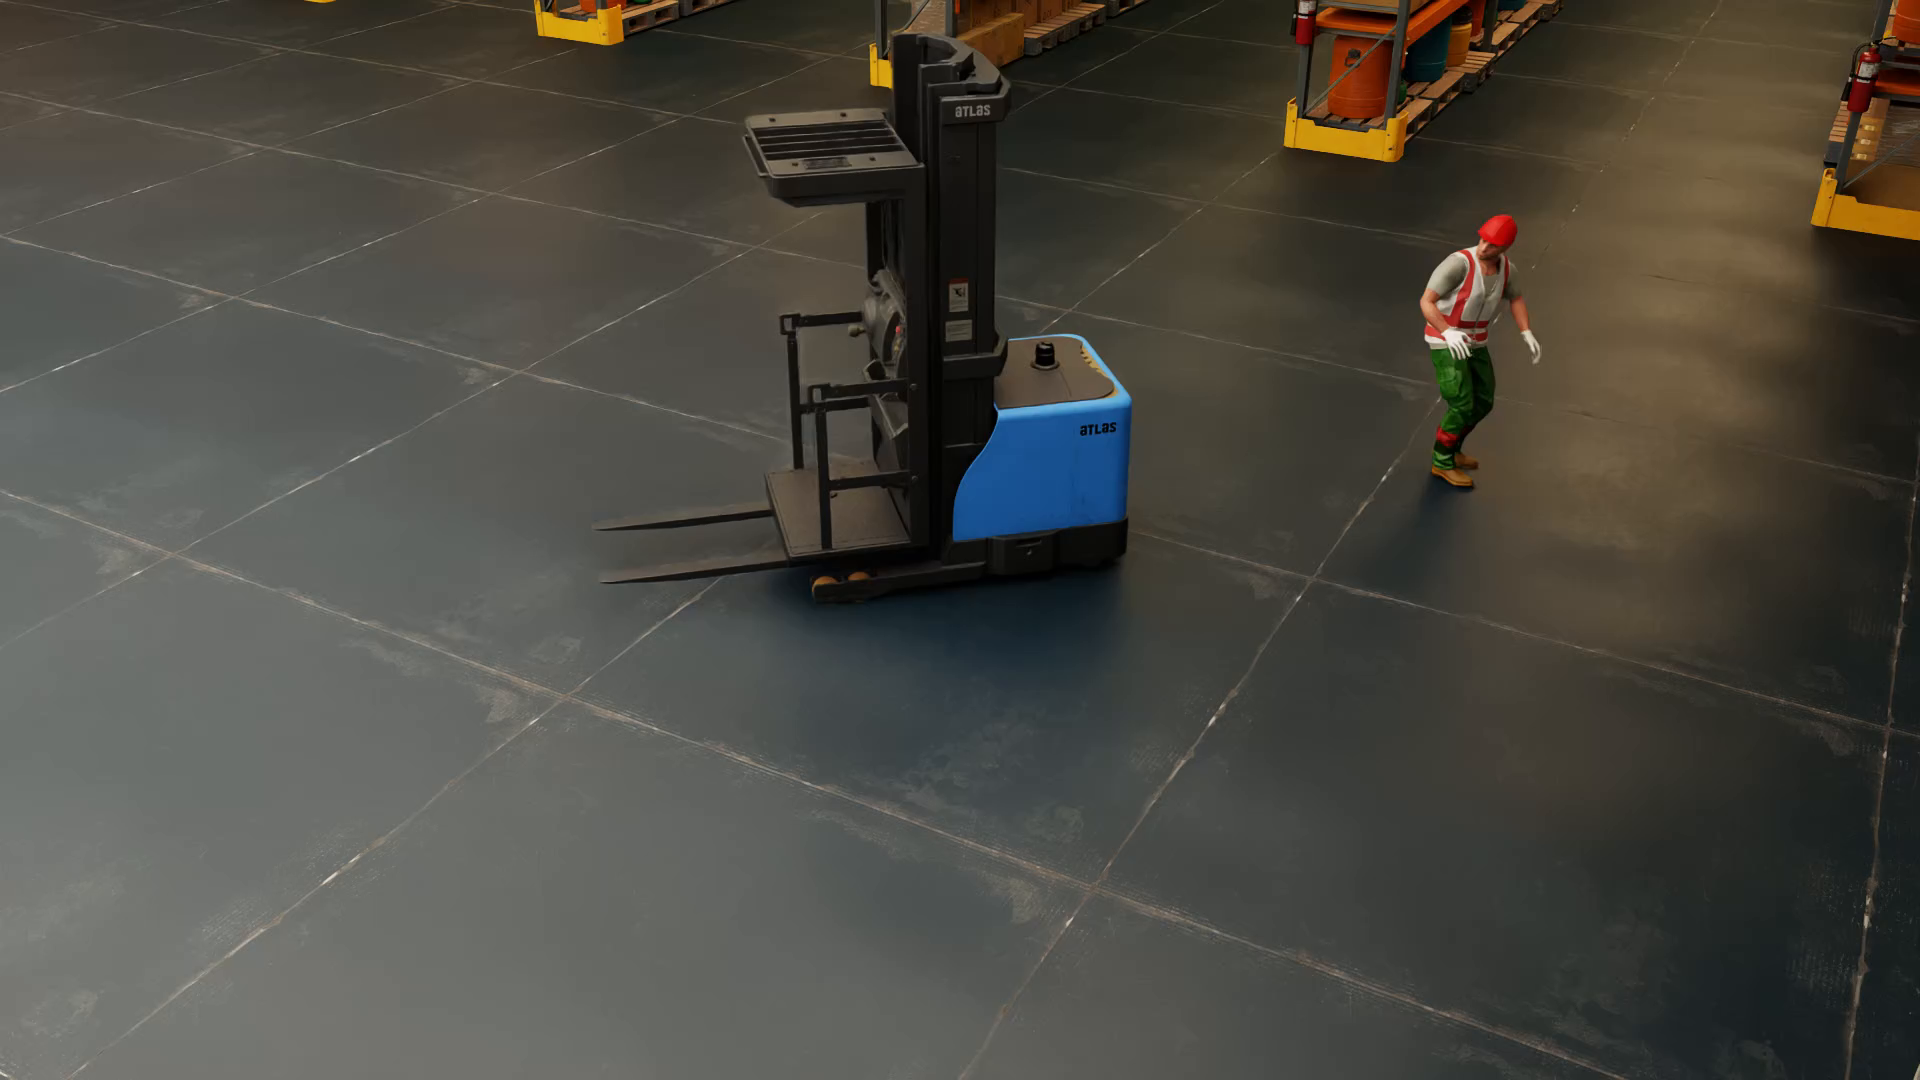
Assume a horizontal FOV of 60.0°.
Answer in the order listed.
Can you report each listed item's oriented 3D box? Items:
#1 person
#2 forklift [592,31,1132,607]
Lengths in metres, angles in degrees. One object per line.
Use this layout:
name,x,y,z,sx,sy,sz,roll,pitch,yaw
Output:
person,3.209,-1.201,10.378,0.763,1.728,0.520,-16,34,-26
forklift,-0.600,-1.186,9.126,3.031,2.935,1.130,-7,31,-12
